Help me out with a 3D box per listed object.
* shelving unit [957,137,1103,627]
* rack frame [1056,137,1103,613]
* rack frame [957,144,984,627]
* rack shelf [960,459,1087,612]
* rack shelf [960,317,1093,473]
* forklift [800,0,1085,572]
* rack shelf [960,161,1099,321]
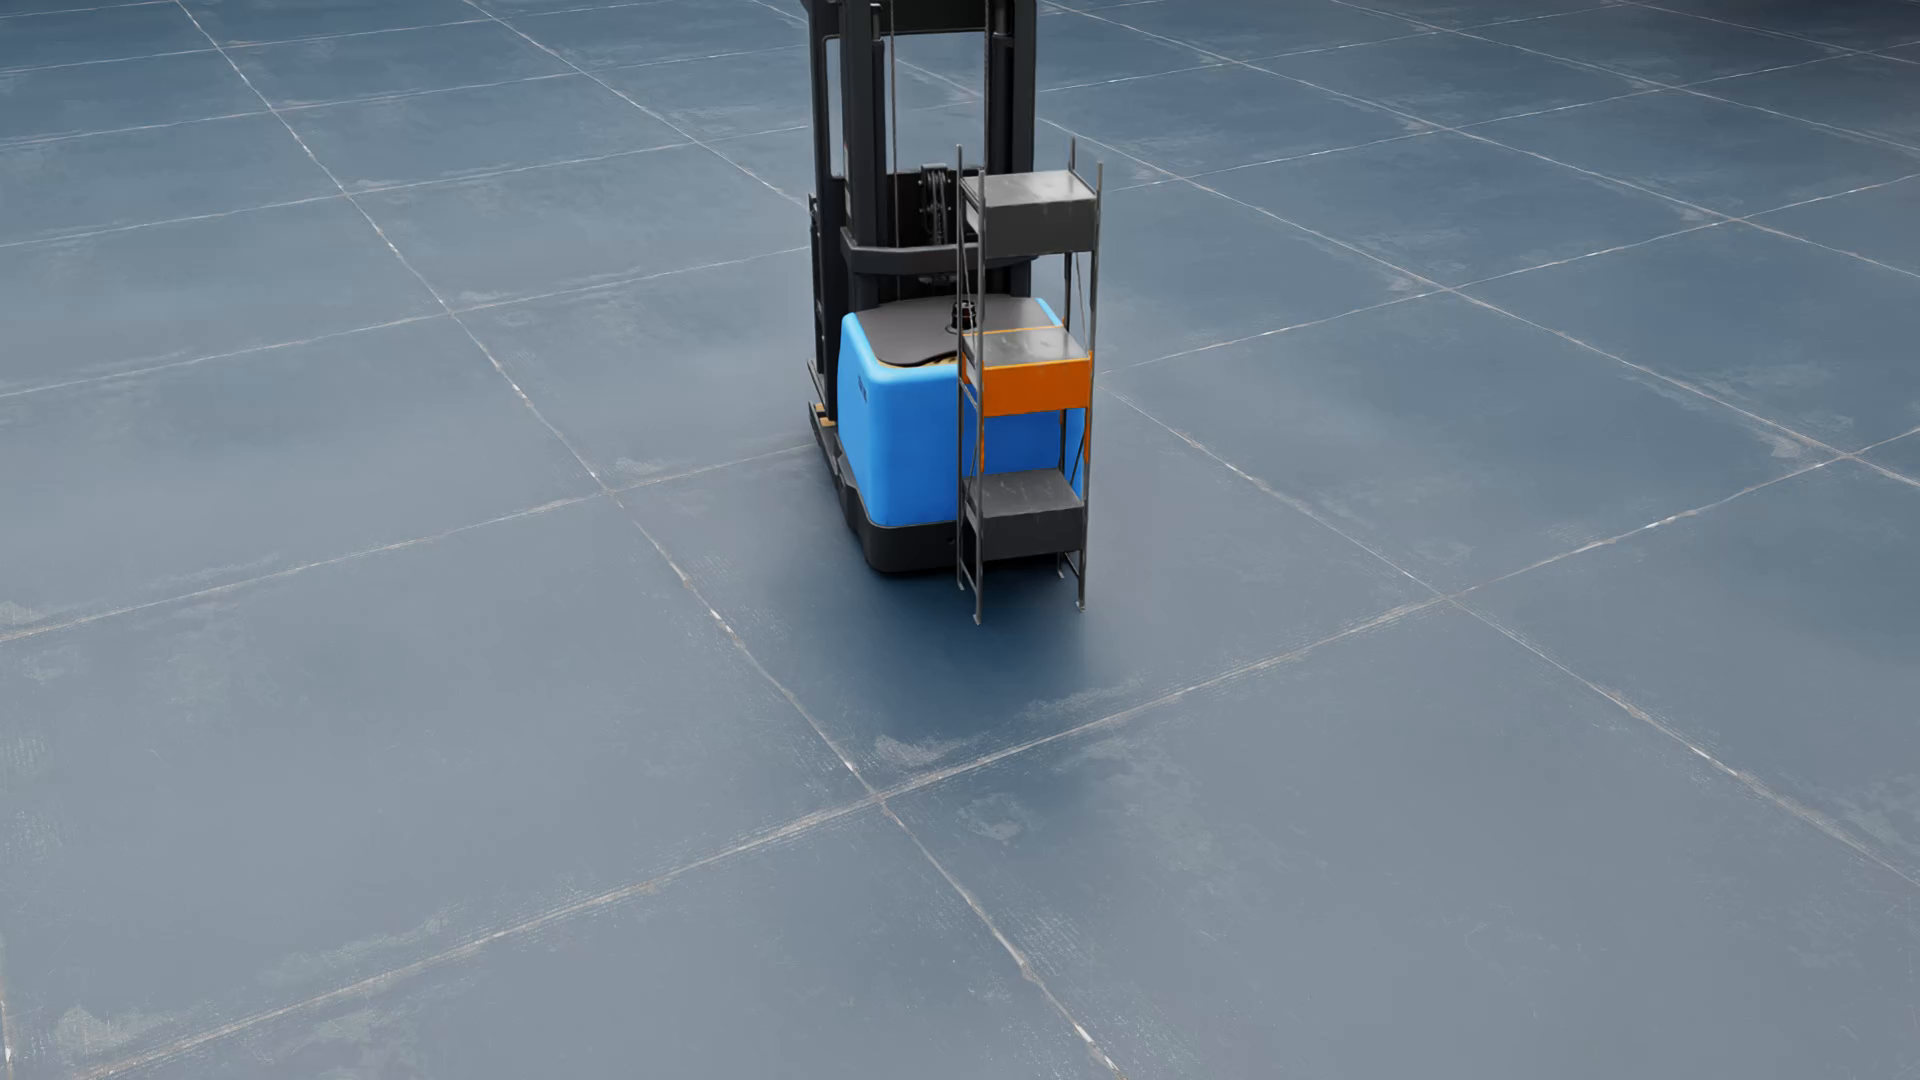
[{"bbox_3d":[0.278,-0.649,7.253,0.503,2.100,0.431,-7,30,-12],"label":"shelving unit"},{"bbox_3d":[0.515,-0.677,7.303,0.015,2.100,0.400,-7,30,-12],"label":"rack frame"},{"bbox_3d":[0.041,-0.621,7.202,0.015,2.100,0.400,-7,30,-12],"label":"rack frame"},{"bbox_3d":[0.278,-0.024,7.597,0.480,0.518,0.431,-7,30,-12],"label":"rack shelf"},{"bbox_3d":[0.278,-0.637,7.259,0.480,0.518,0.431,-7,30,-12],"label":"rack shelf"},{"bbox_3d":[-0.228,-1.827,8.526,1.130,2.935,3.031,-6,30,-11],"label":"forklift"},{"bbox_3d":[0.278,-1.250,6.921,0.480,0.518,0.431,-7,30,-12],"label":"rack shelf"}]
